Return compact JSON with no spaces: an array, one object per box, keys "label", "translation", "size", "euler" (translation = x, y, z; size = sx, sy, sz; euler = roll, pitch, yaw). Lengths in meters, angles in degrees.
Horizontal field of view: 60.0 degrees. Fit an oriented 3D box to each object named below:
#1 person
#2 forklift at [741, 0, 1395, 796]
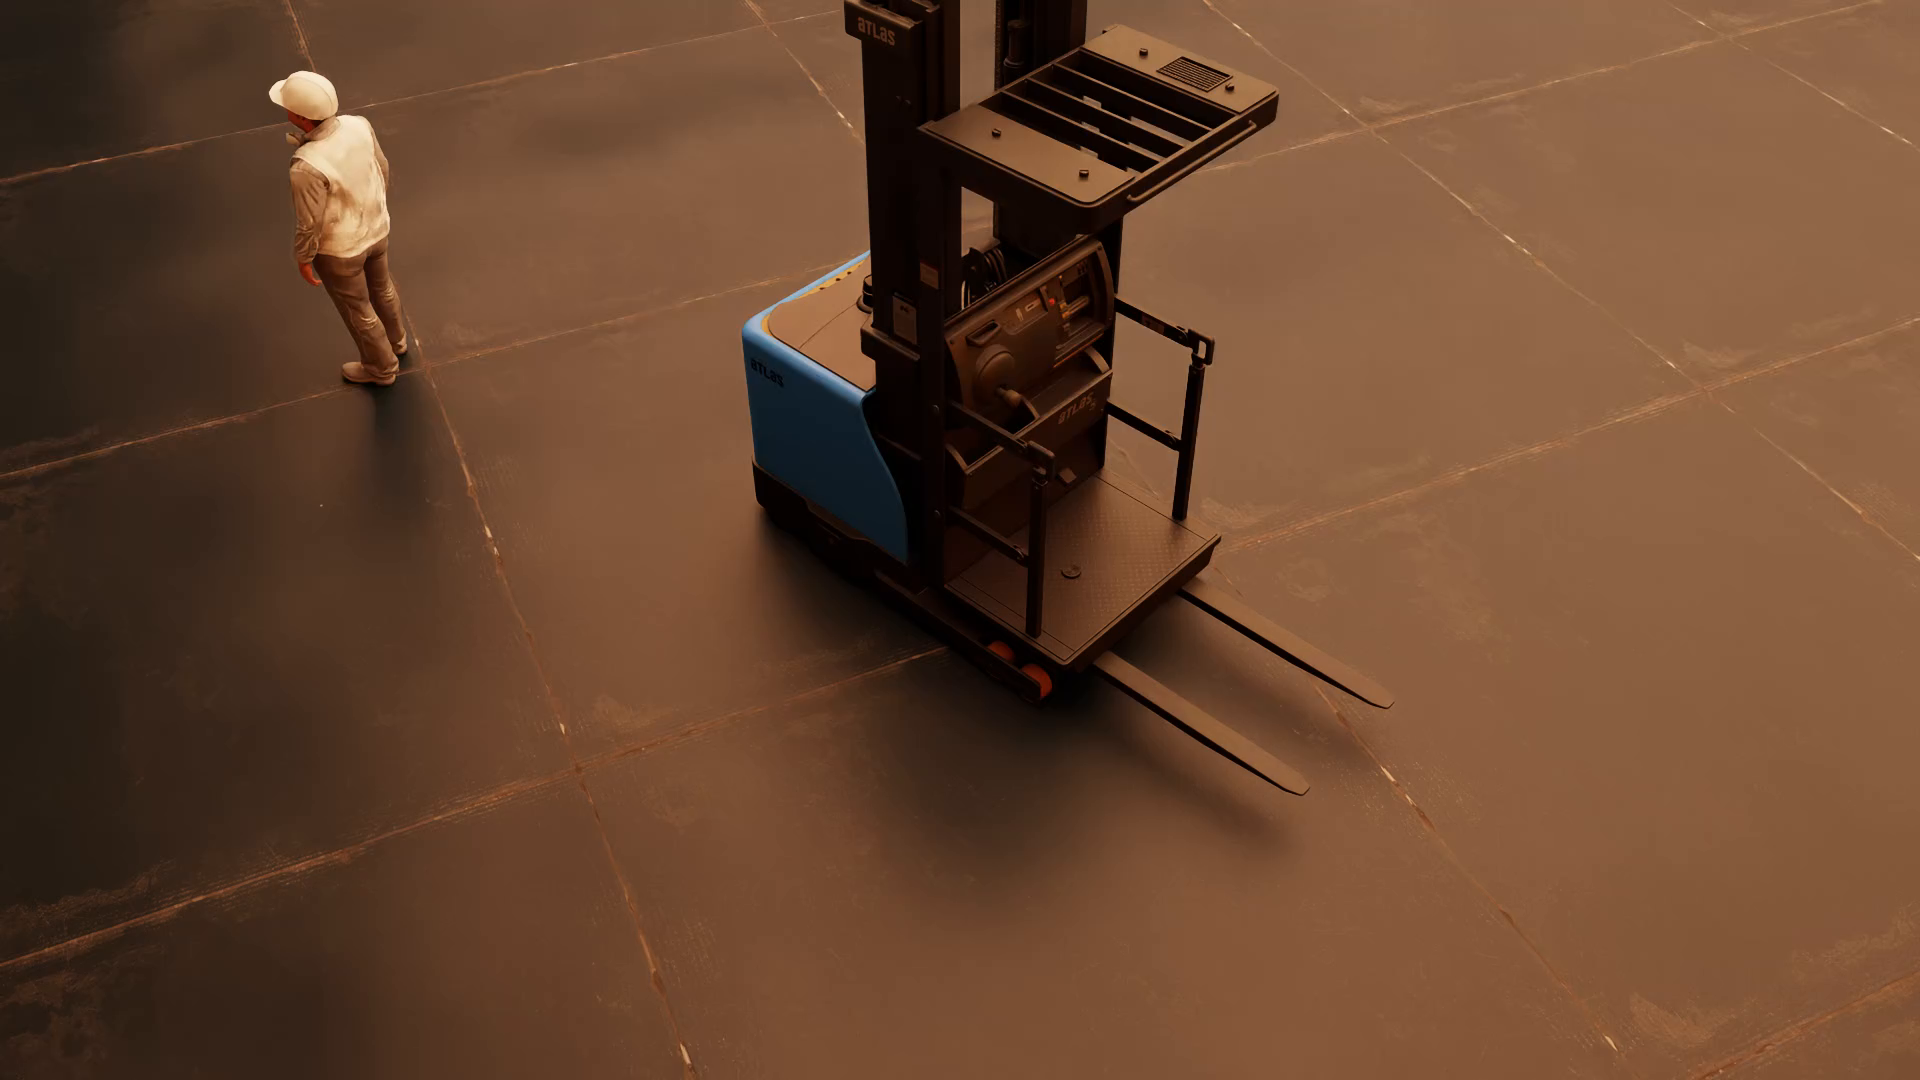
[{"label":"person","translation":[-3.059,-1.518,8.144],"size":[0.569,1.773,0.632],"euler":[17,46,17]},{"label":"forklift","translation":[0.445,-0.788,6.525],"size":[3.031,2.935,1.130],"euler":[32,52,30]}]
